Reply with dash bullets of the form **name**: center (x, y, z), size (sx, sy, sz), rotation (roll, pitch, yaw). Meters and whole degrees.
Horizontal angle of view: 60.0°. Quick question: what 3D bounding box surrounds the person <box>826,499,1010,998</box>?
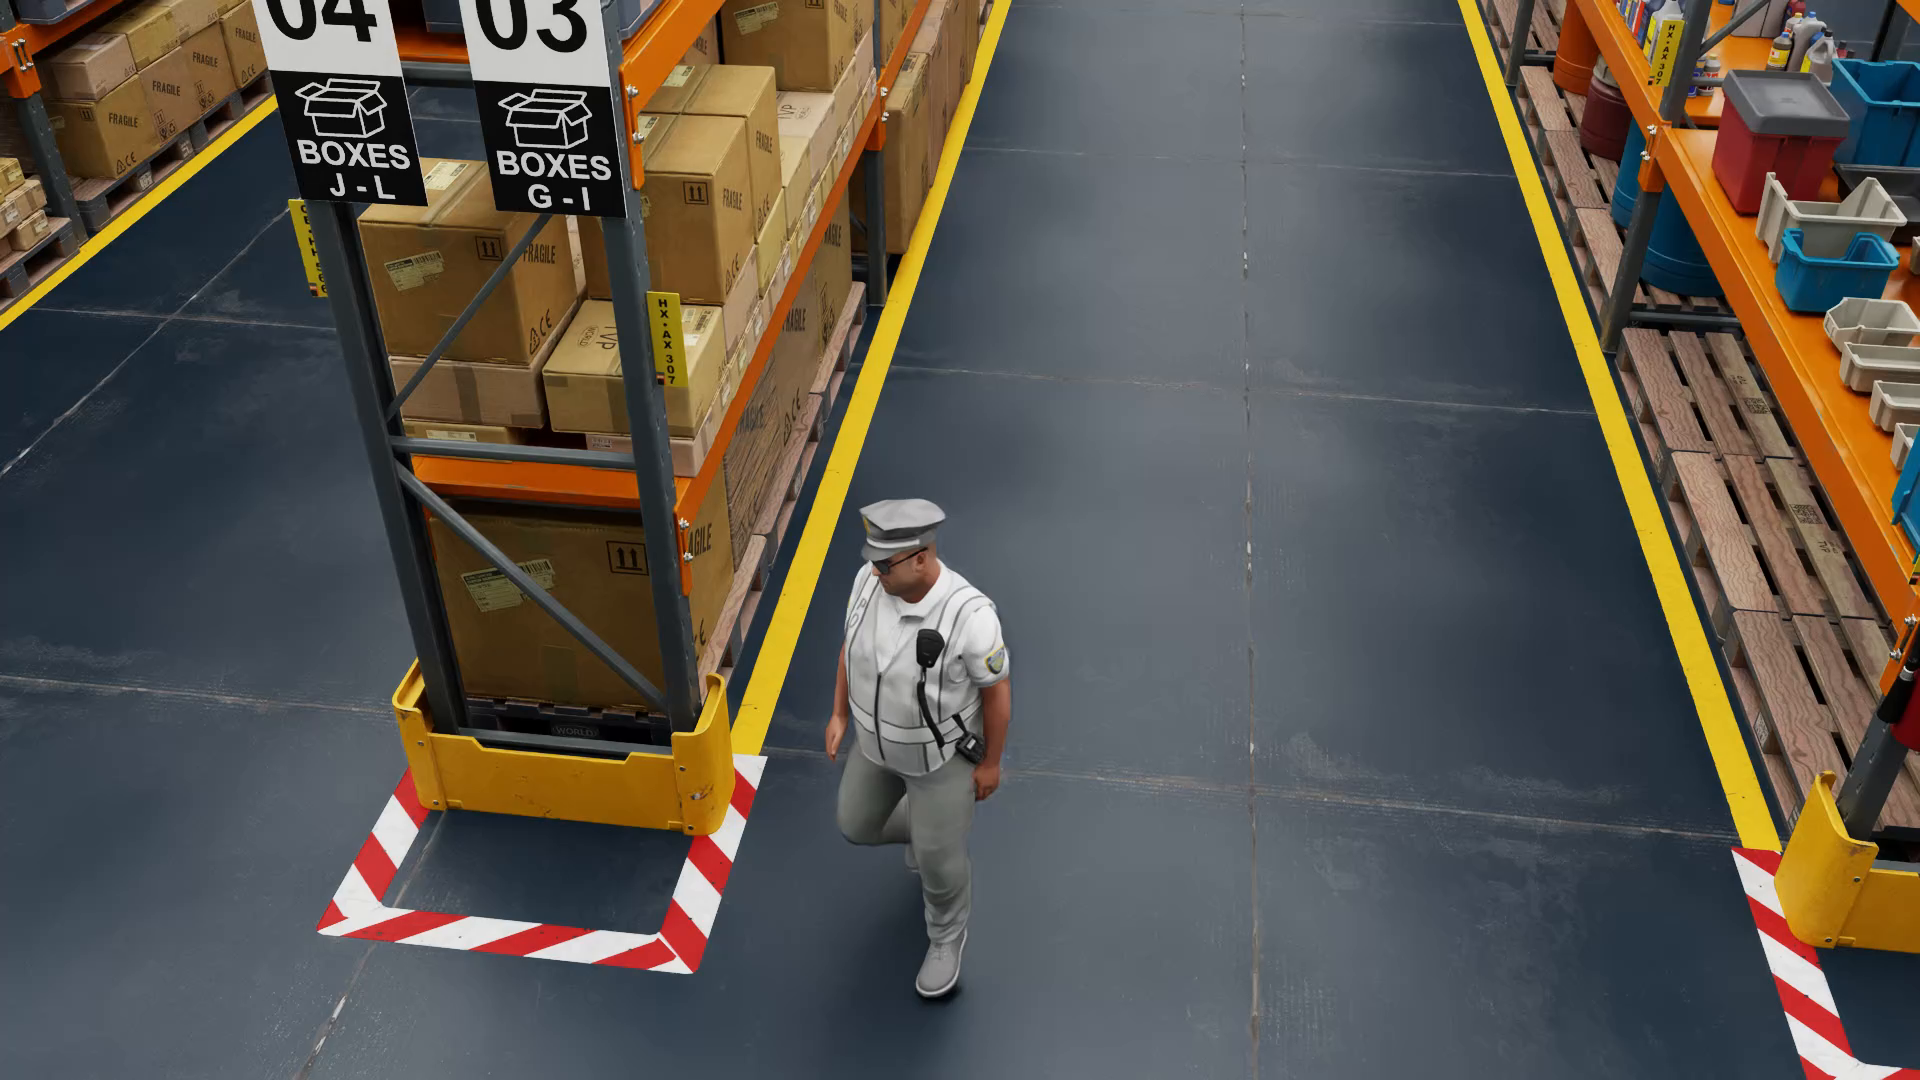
- **person**: center (-0.120, 0.606, 5.275), size (0.596, 1.731, 0.611), rotation (21, 41, 27)
